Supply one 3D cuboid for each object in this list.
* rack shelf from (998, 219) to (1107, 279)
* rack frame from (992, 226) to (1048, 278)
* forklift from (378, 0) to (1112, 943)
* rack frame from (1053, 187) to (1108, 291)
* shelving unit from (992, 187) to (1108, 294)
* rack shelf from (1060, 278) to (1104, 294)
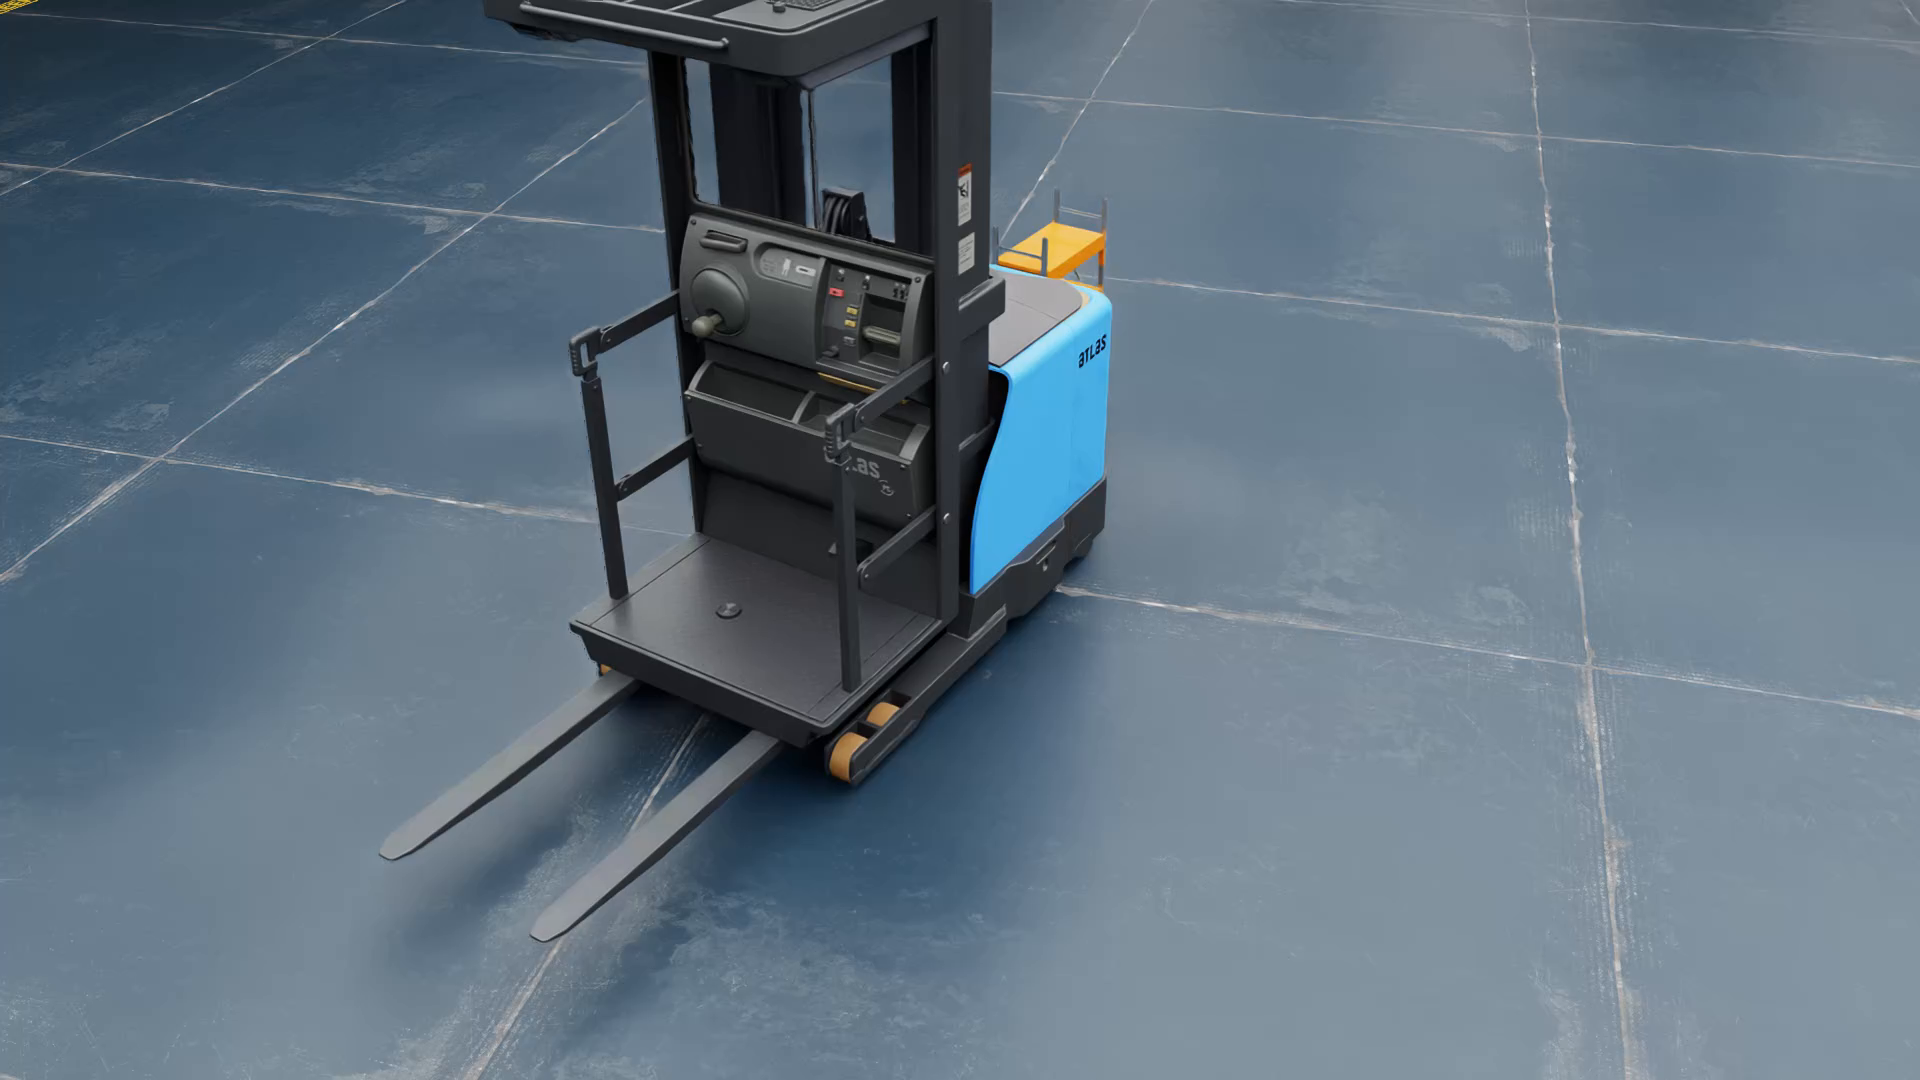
[{"bbox_3d":[0.359,-1.114,6.652,0.258,0.148,0.480,18,37,27],"label":"rack shelf"},{"bbox_3d":[0.230,-0.671,6.688,0.240,1.200,0.015,18,37,27],"label":"rack frame"},{"bbox_3d":[-0.626,-0.721,5.152,1.130,2.935,3.031,19,37,27],"label":"forklift"},{"bbox_3d":[0.488,-0.894,7.037,0.240,1.200,0.015,18,37,27],"label":"rack frame"},{"bbox_3d":[0.359,-0.783,6.863,0.258,1.200,0.503,18,37,27],"label":"shelving unit"},{"bbox_3d":[0.359,-0.915,6.779,0.258,0.148,0.480,18,37,27],"label":"rack shelf"}]
